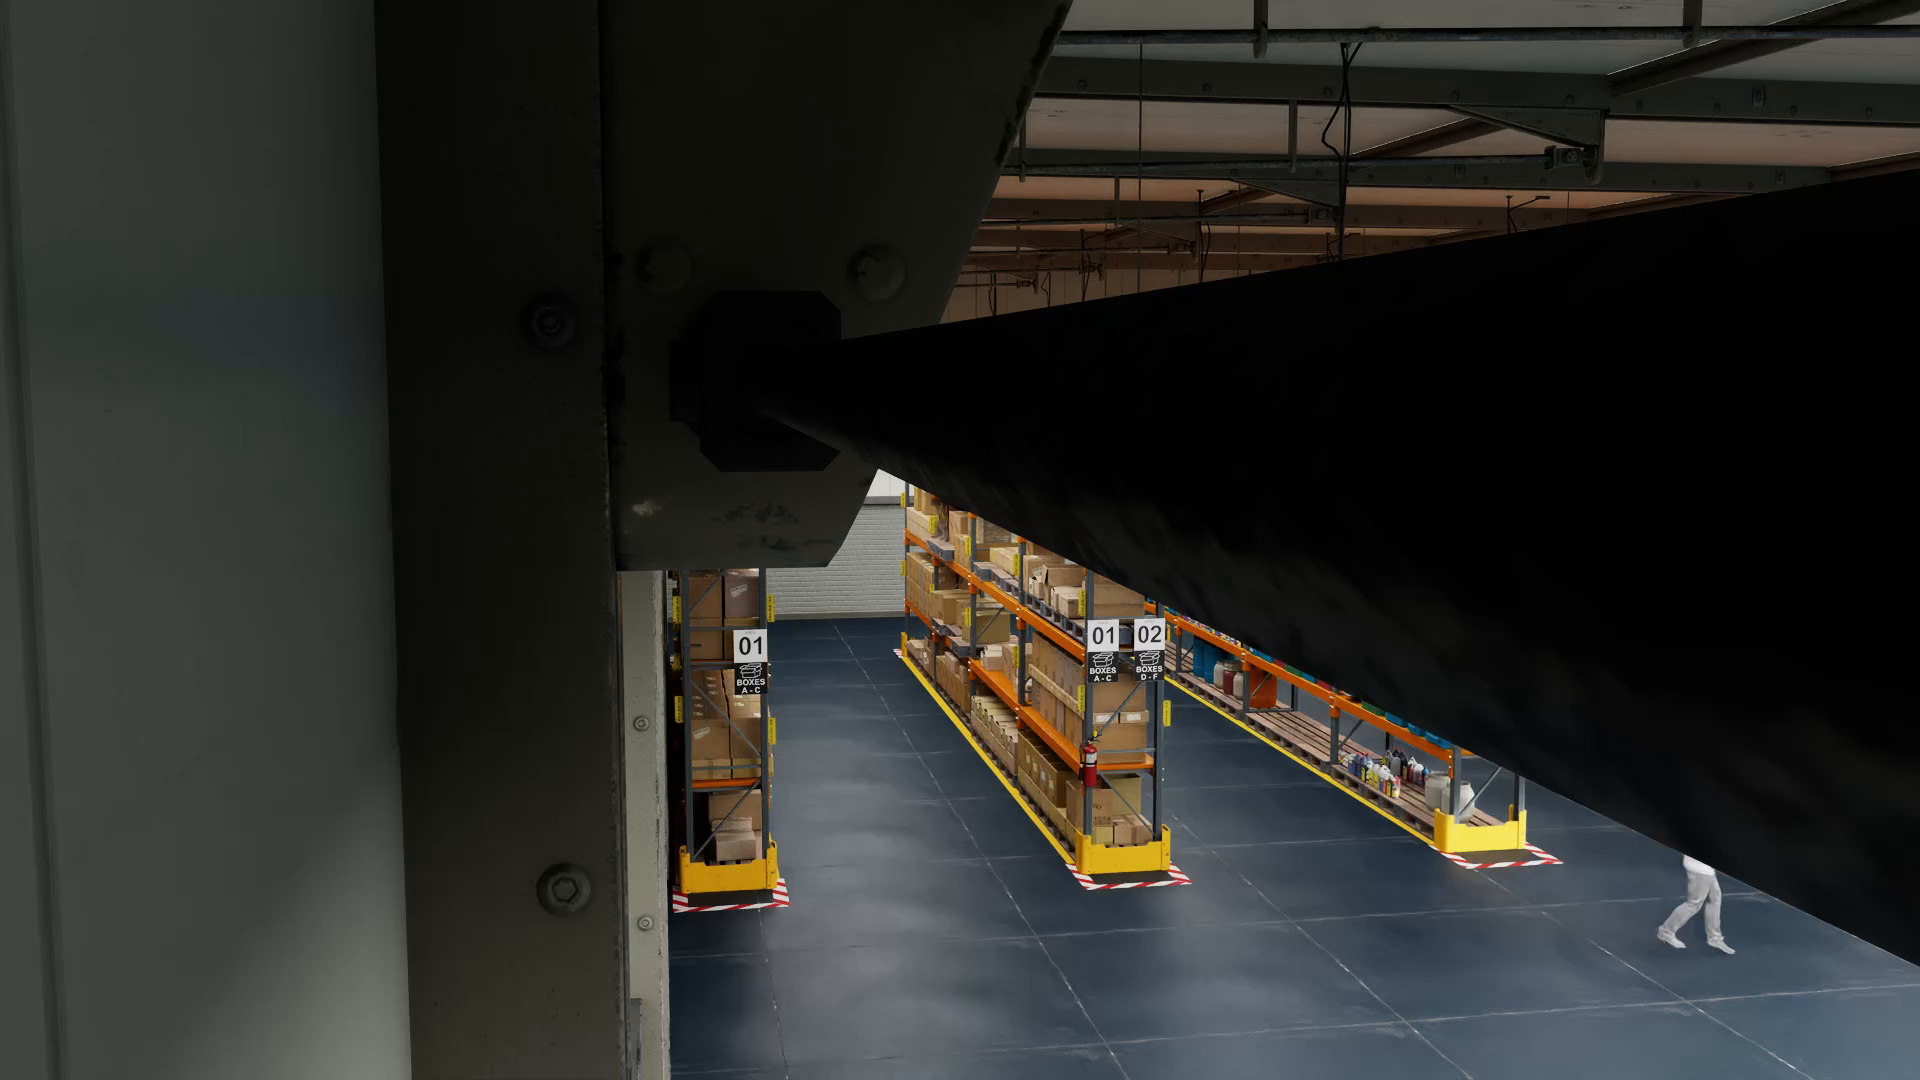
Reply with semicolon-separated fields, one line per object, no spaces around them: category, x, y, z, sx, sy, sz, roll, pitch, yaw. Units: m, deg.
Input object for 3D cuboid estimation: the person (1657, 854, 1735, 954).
person;7.973;3.579;17.925;0.815;1.810;0.682;2;6;15
